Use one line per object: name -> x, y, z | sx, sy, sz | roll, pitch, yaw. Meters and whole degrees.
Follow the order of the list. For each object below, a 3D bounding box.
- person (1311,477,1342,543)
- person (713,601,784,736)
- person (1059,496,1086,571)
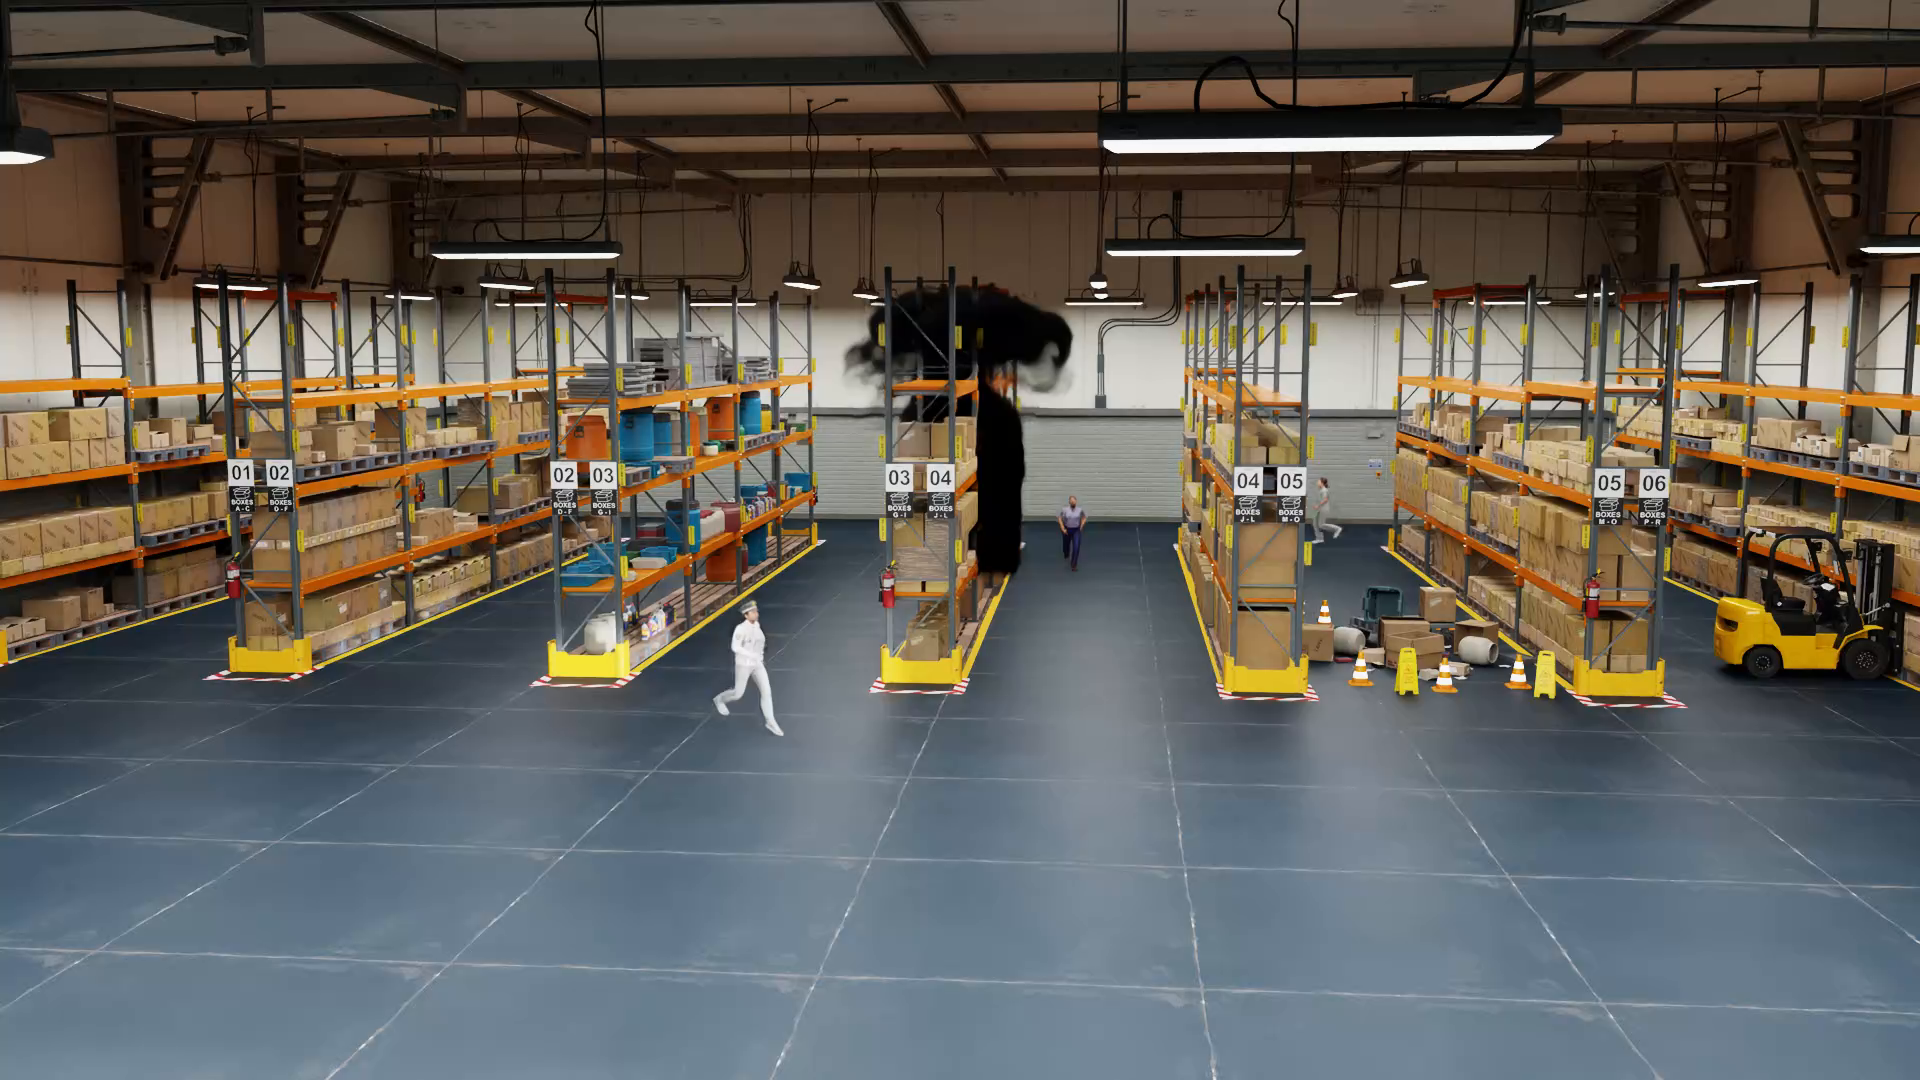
person -> 8.958, -0.754, 40.573 | 0.718, 1.550, 0.548 | 1, 7, 10
person -> -2.719, 1.609, 21.211 | 1.094, 1.704, 0.583 | 5, 9, 38
person -> 2.443, -0.156, 36.145 | 0.602, 1.610, 0.802 | 0, 7, 3
